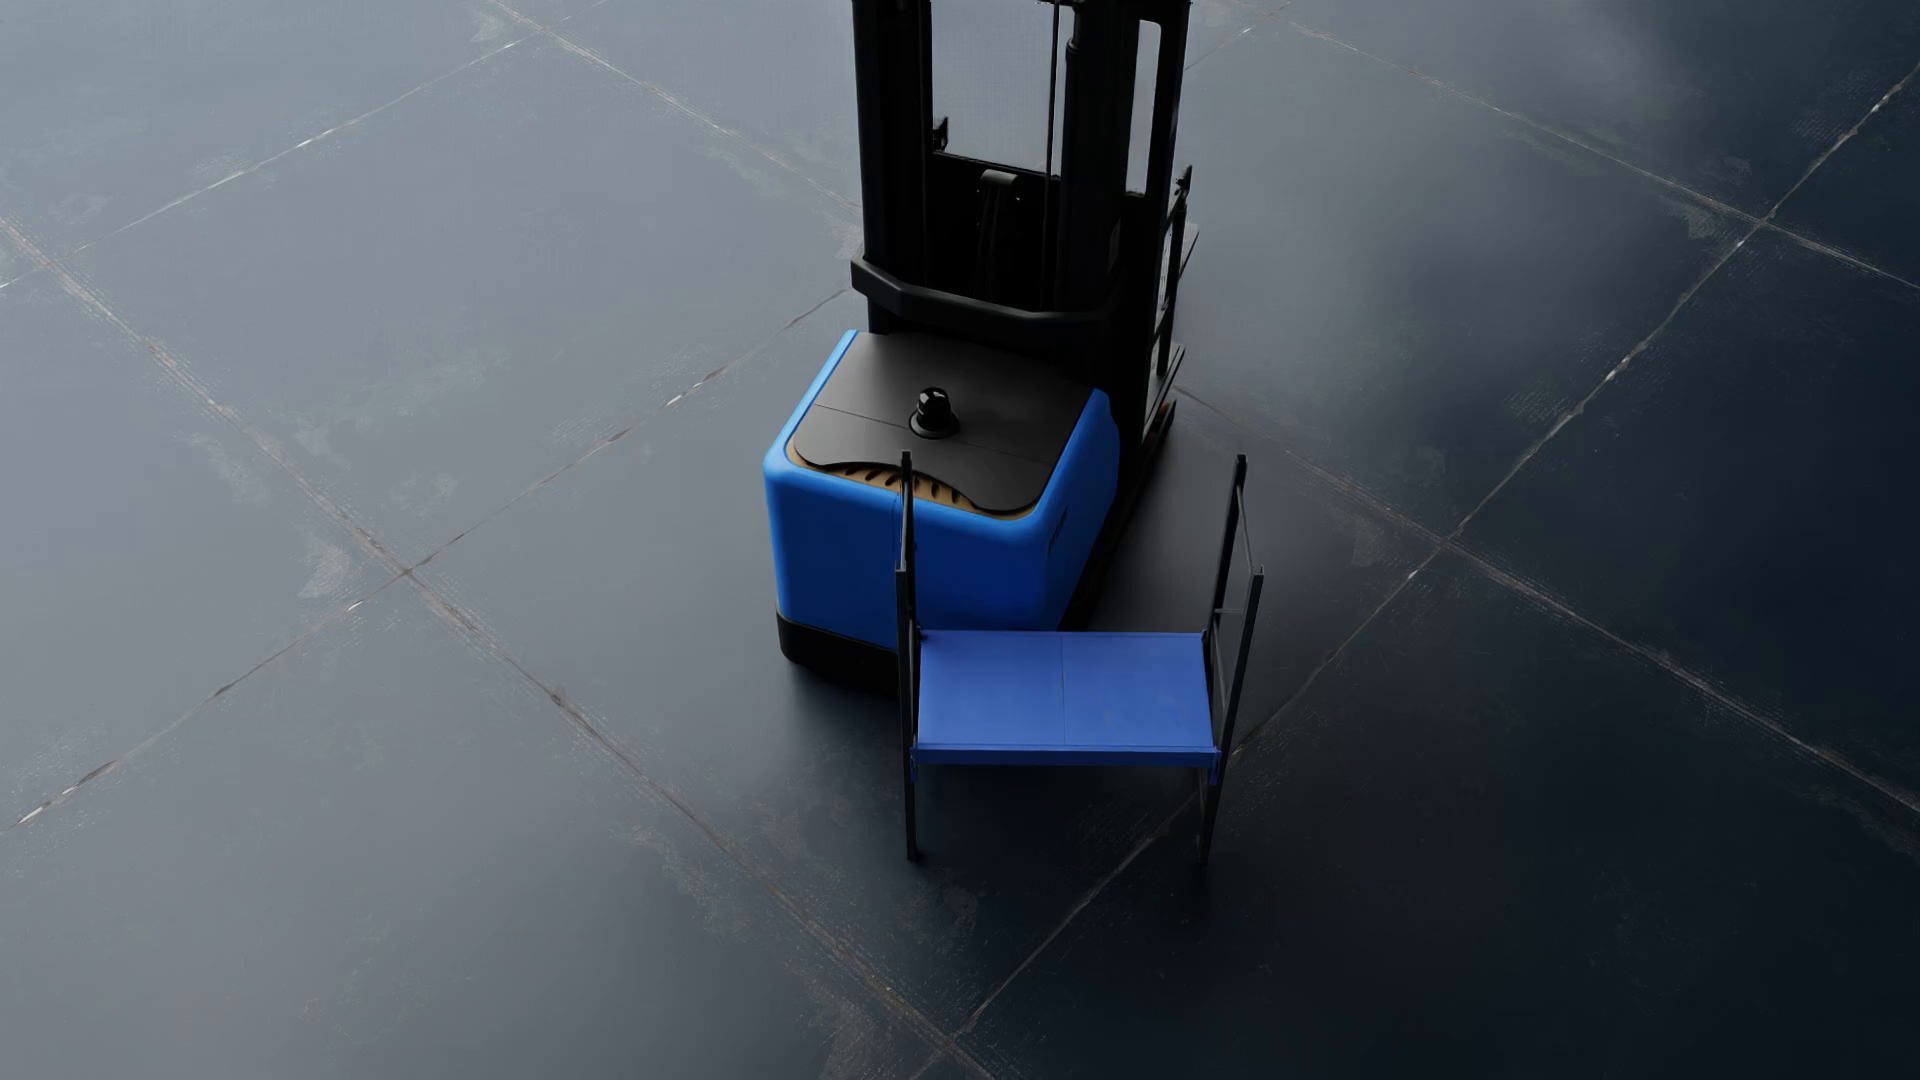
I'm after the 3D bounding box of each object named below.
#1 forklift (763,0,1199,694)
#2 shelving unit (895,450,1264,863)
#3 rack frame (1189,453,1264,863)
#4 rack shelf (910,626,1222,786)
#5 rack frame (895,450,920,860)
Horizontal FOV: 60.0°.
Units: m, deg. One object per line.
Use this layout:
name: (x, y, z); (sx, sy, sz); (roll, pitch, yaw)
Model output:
forklift: (0.299, -1.412, 6.174); (1.130, 2.935, 3.031); (15, 49, 14)
shelving unit: (0.342, 0.426, 5.430); (1.048, 1.500, 0.538); (1, 47, 1)
rack frame: (0.850, 0.431, 5.425); (0.032, 1.500, 0.500); (1, 47, 1)
rack shelf: (0.342, 0.549, 5.561); (1.000, 0.185, 0.538); (1, 47, 1)
rack frame: (-0.166, 0.421, 5.434); (0.032, 1.500, 0.500); (1, 47, 1)
